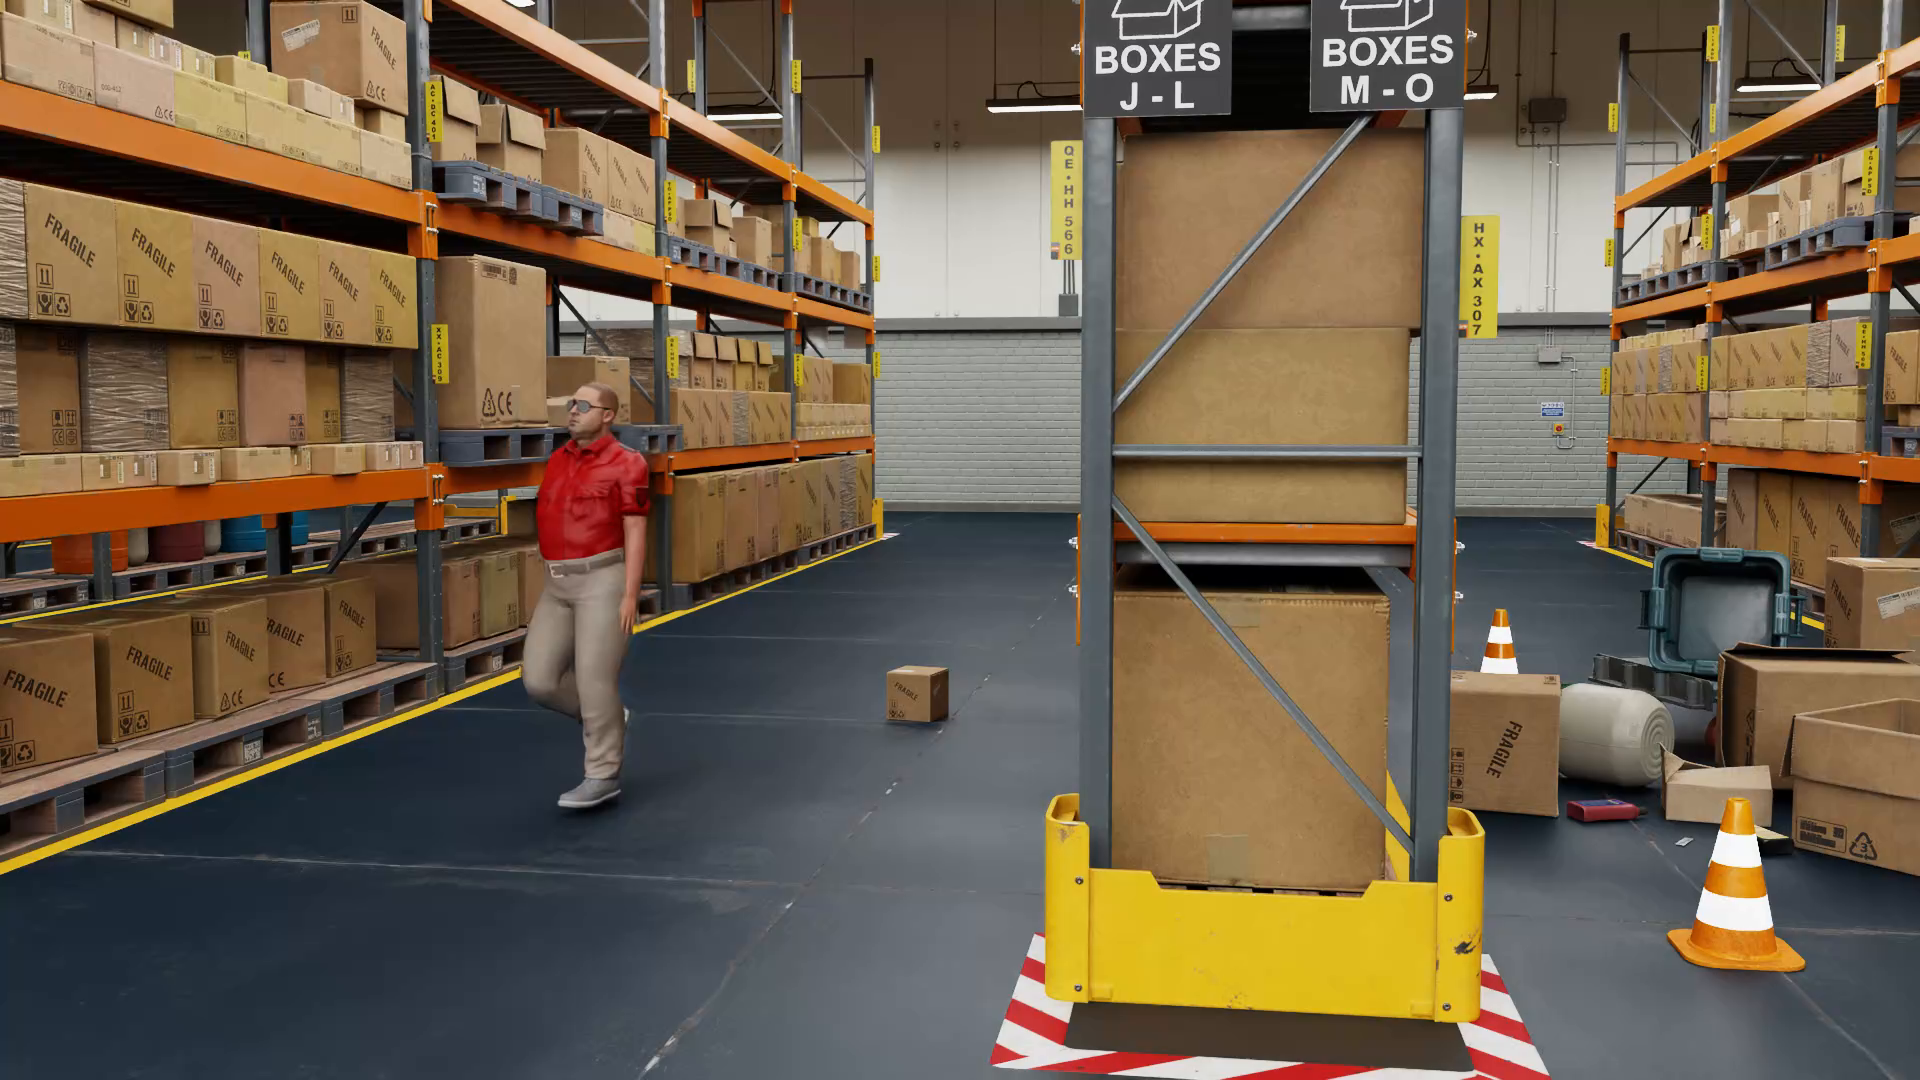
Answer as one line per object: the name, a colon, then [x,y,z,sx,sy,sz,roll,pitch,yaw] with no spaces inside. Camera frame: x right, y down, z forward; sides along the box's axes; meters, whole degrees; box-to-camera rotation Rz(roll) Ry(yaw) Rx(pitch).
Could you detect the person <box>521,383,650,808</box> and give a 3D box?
person: [-1.505,0.207,6.851,0.534,1.704,0.588,2,5,28]
